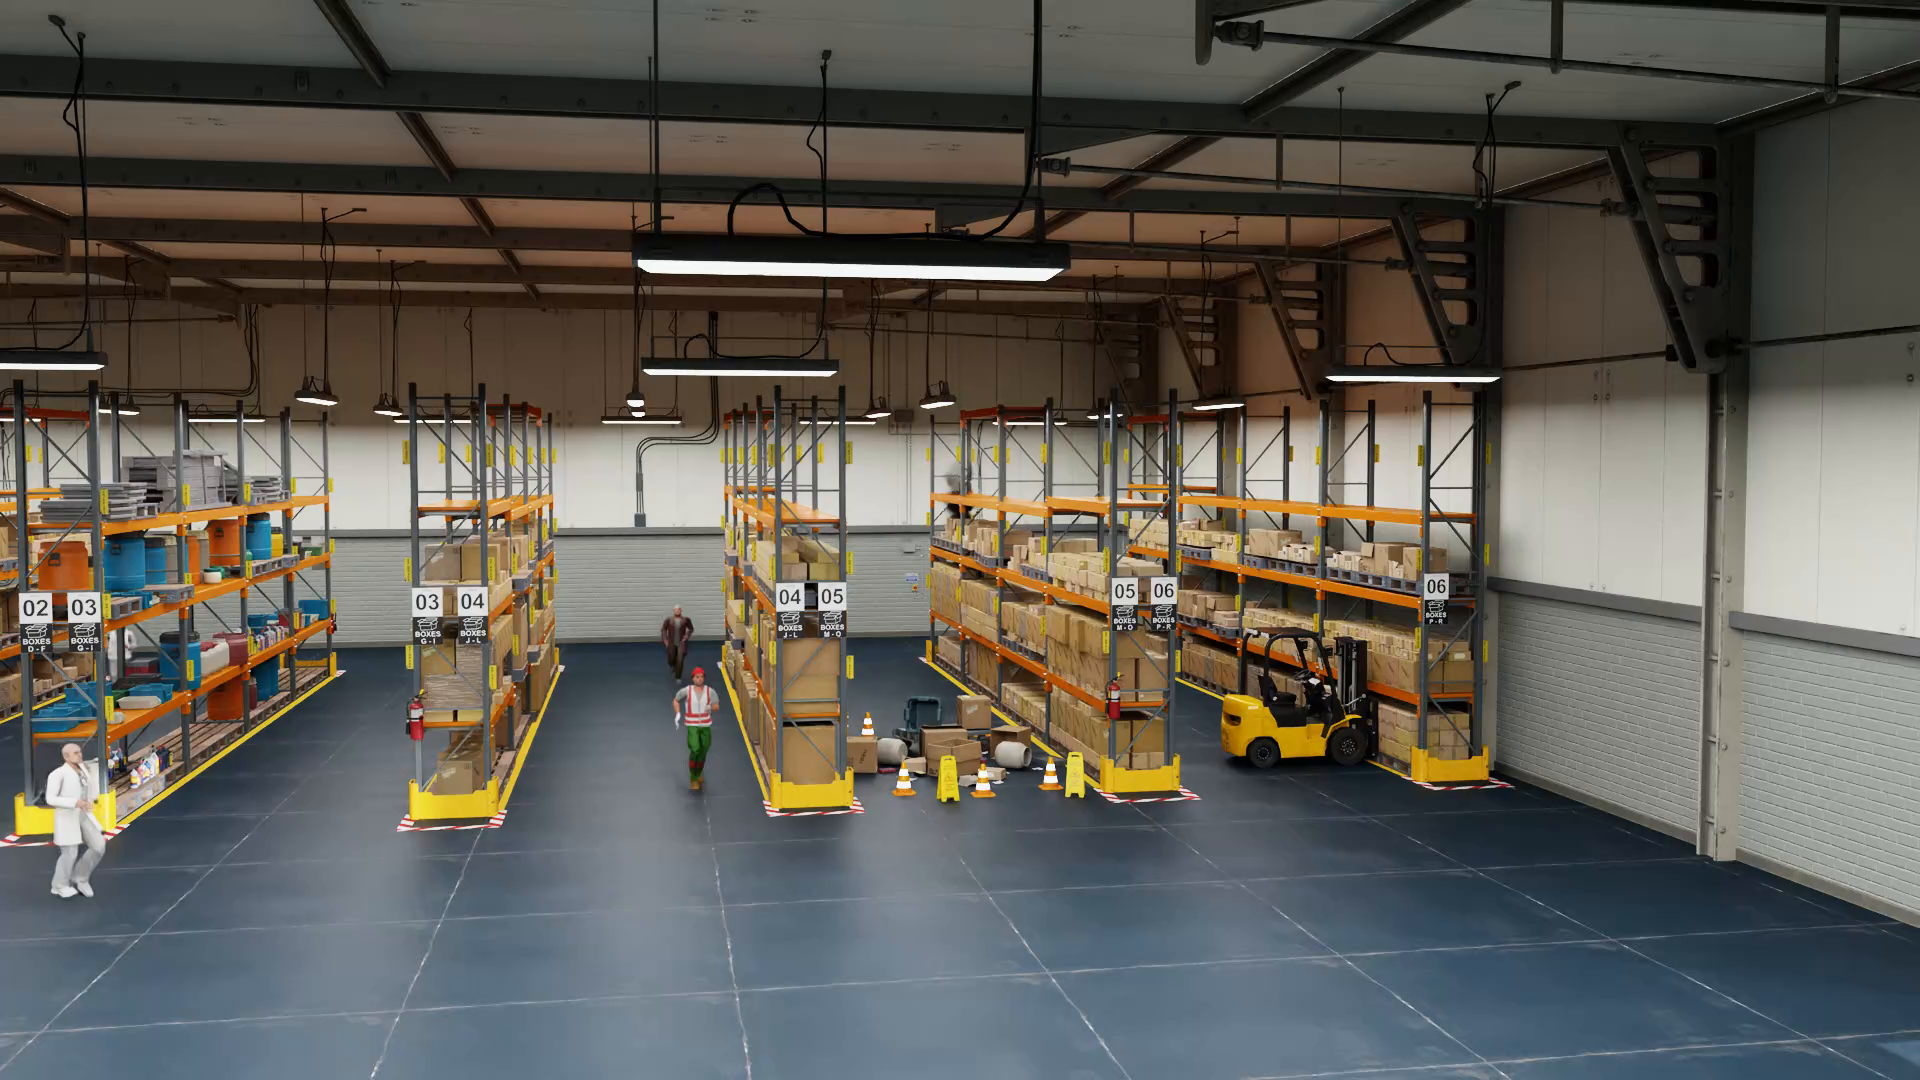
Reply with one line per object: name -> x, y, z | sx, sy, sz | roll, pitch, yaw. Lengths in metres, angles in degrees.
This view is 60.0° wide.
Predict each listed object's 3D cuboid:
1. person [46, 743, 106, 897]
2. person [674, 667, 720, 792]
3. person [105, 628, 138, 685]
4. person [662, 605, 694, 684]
person -> -9.964, 3.177, 18.728 | 0.739, 1.780, 0.699 | 1, 3, 19
person -> -3.945, 2.839, 25.022 | 0.646, 1.847, 0.777 | -1, 3, -24
person -> -16.998, 2.396, 33.619 | 0.677, 1.735, 1.041 | -1, 3, -18
person -> -6.221, 2.290, 36.664 | 0.717, 1.713, 0.677 | 0, 3, -4
